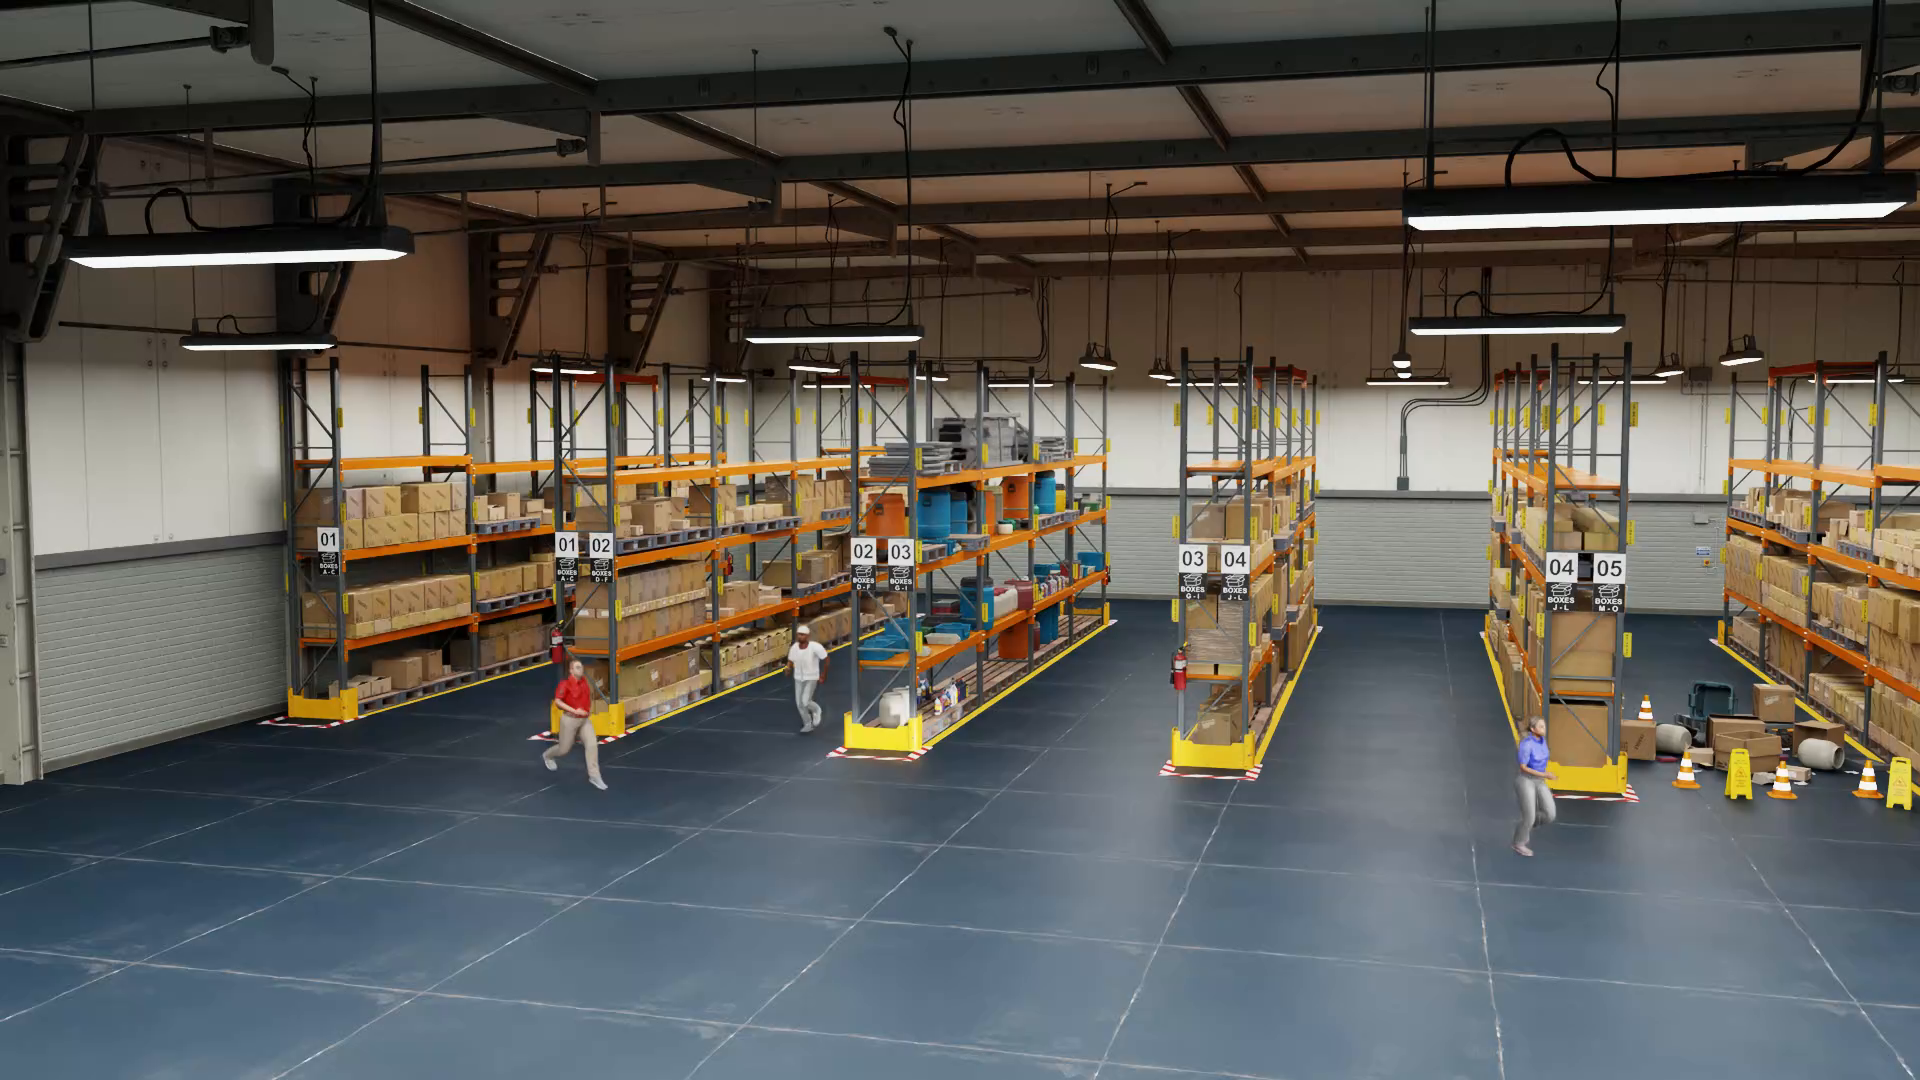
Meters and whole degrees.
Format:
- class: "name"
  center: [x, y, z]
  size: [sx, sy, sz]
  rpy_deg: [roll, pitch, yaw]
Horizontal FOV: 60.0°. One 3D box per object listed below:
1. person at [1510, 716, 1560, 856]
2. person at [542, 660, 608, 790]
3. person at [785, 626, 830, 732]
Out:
- class: "person"
  center: [6.575, 2.808, 18.970]
  size: [0.556, 1.624, 0.610]
  rpy_deg: [-3, 5, -32]
- class: "person"
  center: [-5.271, 2.502, 22.653]
  size: [1.139, 1.740, 0.630]
  rpy_deg: [3, 5, 39]
- class: "person"
  center: [-2.452, 2.206, 26.347]
  size: [0.693, 1.707, 0.621]
  rpy_deg: [2, 5, 25]
